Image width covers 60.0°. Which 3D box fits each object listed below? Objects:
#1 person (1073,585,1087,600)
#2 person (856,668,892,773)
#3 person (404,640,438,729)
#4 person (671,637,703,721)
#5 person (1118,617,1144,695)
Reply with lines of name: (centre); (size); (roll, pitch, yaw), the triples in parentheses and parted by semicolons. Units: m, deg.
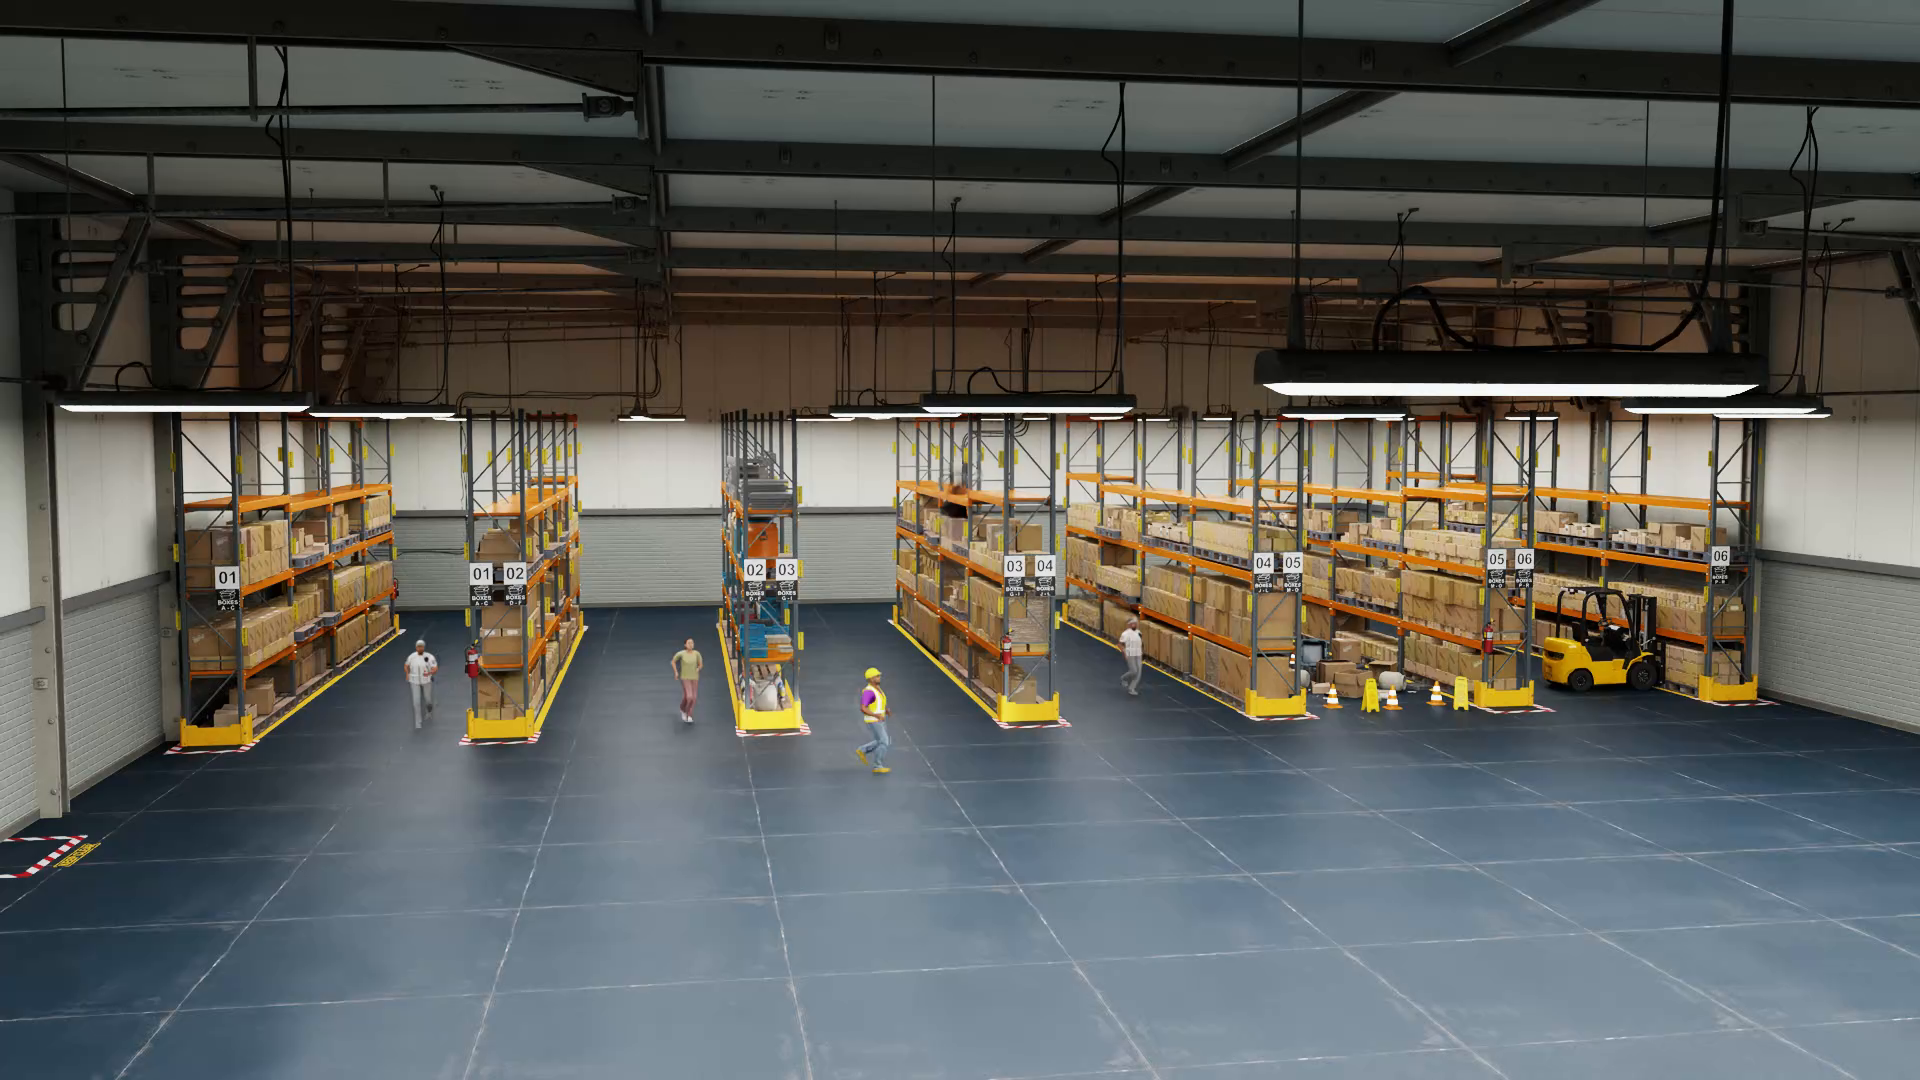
person: (3.660, 1.515, 49.988); (0.893, 1.456, 0.608); (2, 4, 22)
person: (-1.433, 2.959, 27.293); (0.625, 1.719, 0.700); (1, 4, 13)
person: (-10.188, 2.703, 31.435); (0.626, 1.638, 0.856); (-1, 4, -13)
person: (-5.173, 2.673, 31.808); (0.561, 1.631, 0.593); (-2, 5, -29)
person: (3.654, 2.436, 34.997); (0.574, 1.658, 0.560); (-2, 4, -26)
